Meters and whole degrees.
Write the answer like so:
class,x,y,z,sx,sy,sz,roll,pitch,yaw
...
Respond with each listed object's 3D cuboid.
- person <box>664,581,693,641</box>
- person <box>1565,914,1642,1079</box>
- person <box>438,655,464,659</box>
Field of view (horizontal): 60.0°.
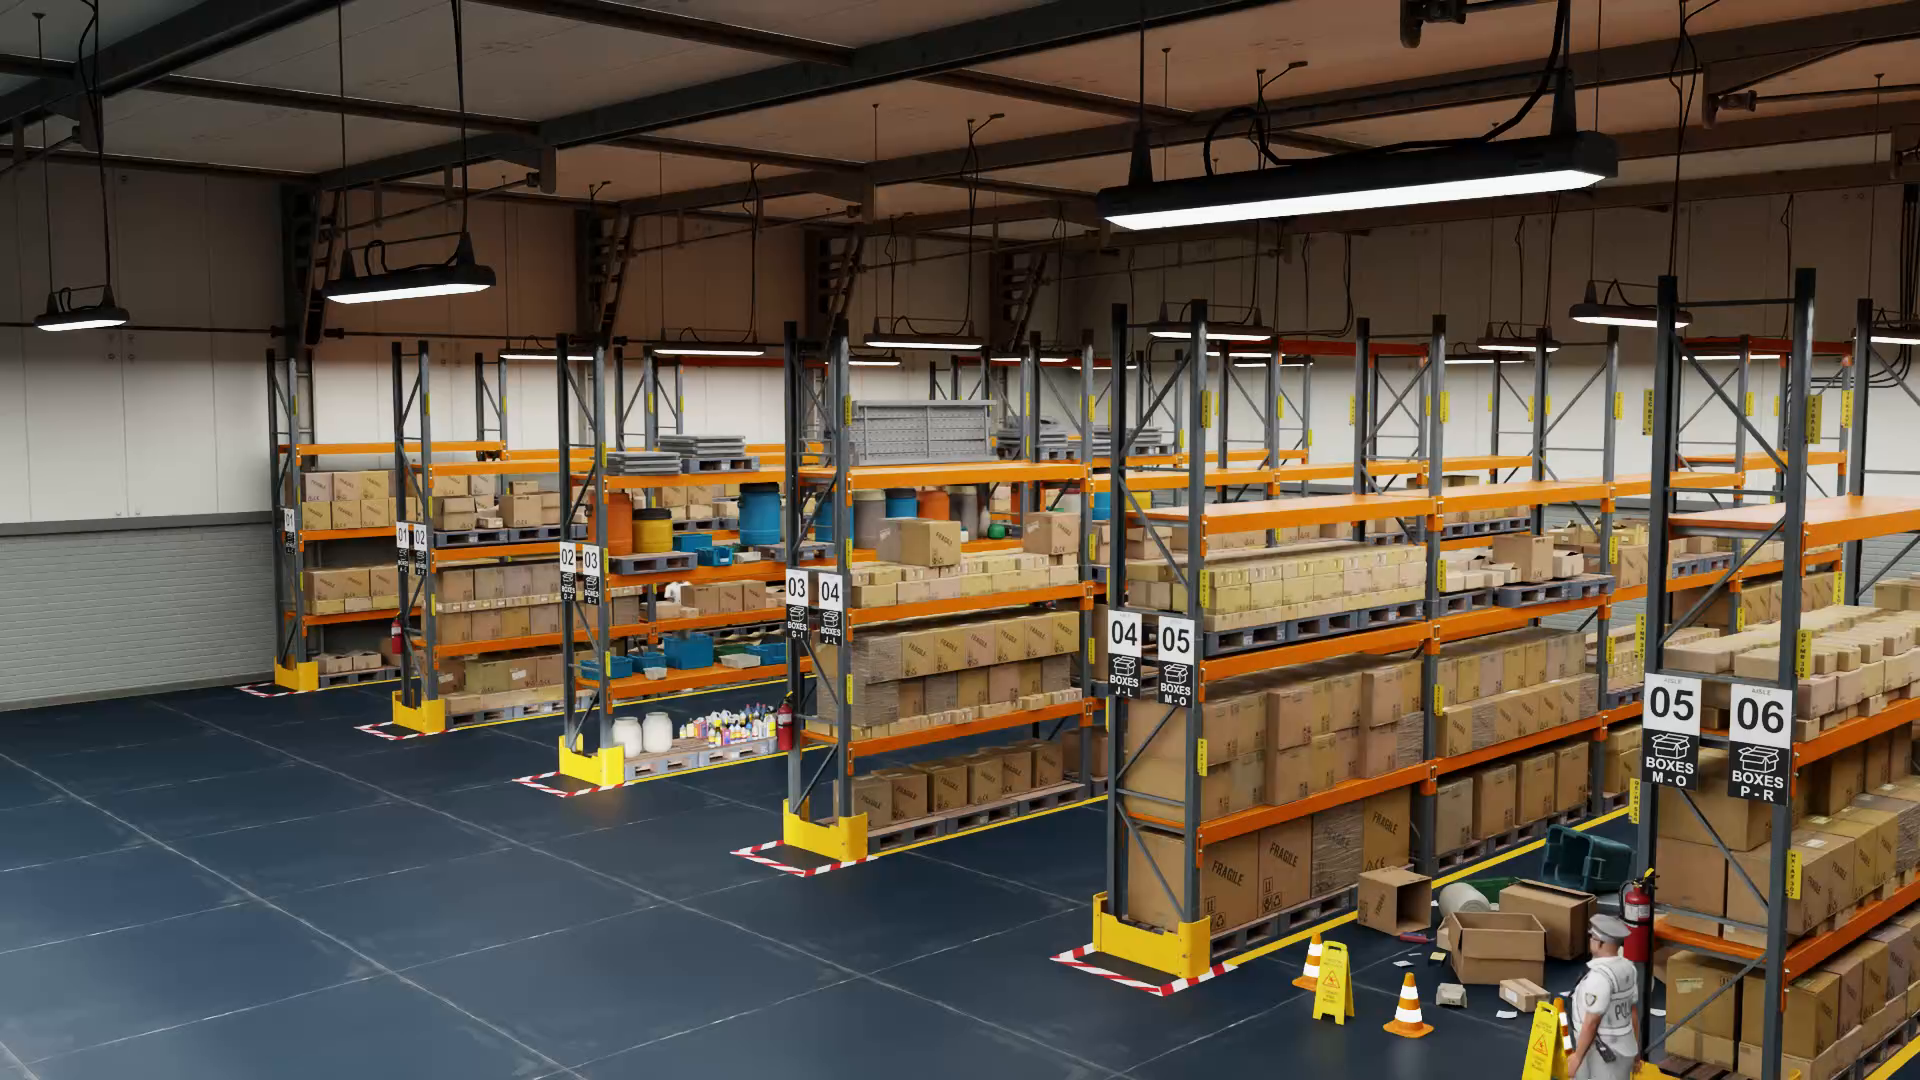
class,x,y,z,sx,sy,sz,roll,pitch,yaw
person,-5.543,1.446,32.993,0.620,1.794,0.644,0,5,-3
person,4.296,3.348,10.929,0.876,1.742,0.506,1,5,15
person,-8.695,1.905,28.171,0.563,1.667,0.326,-2,5,-24
